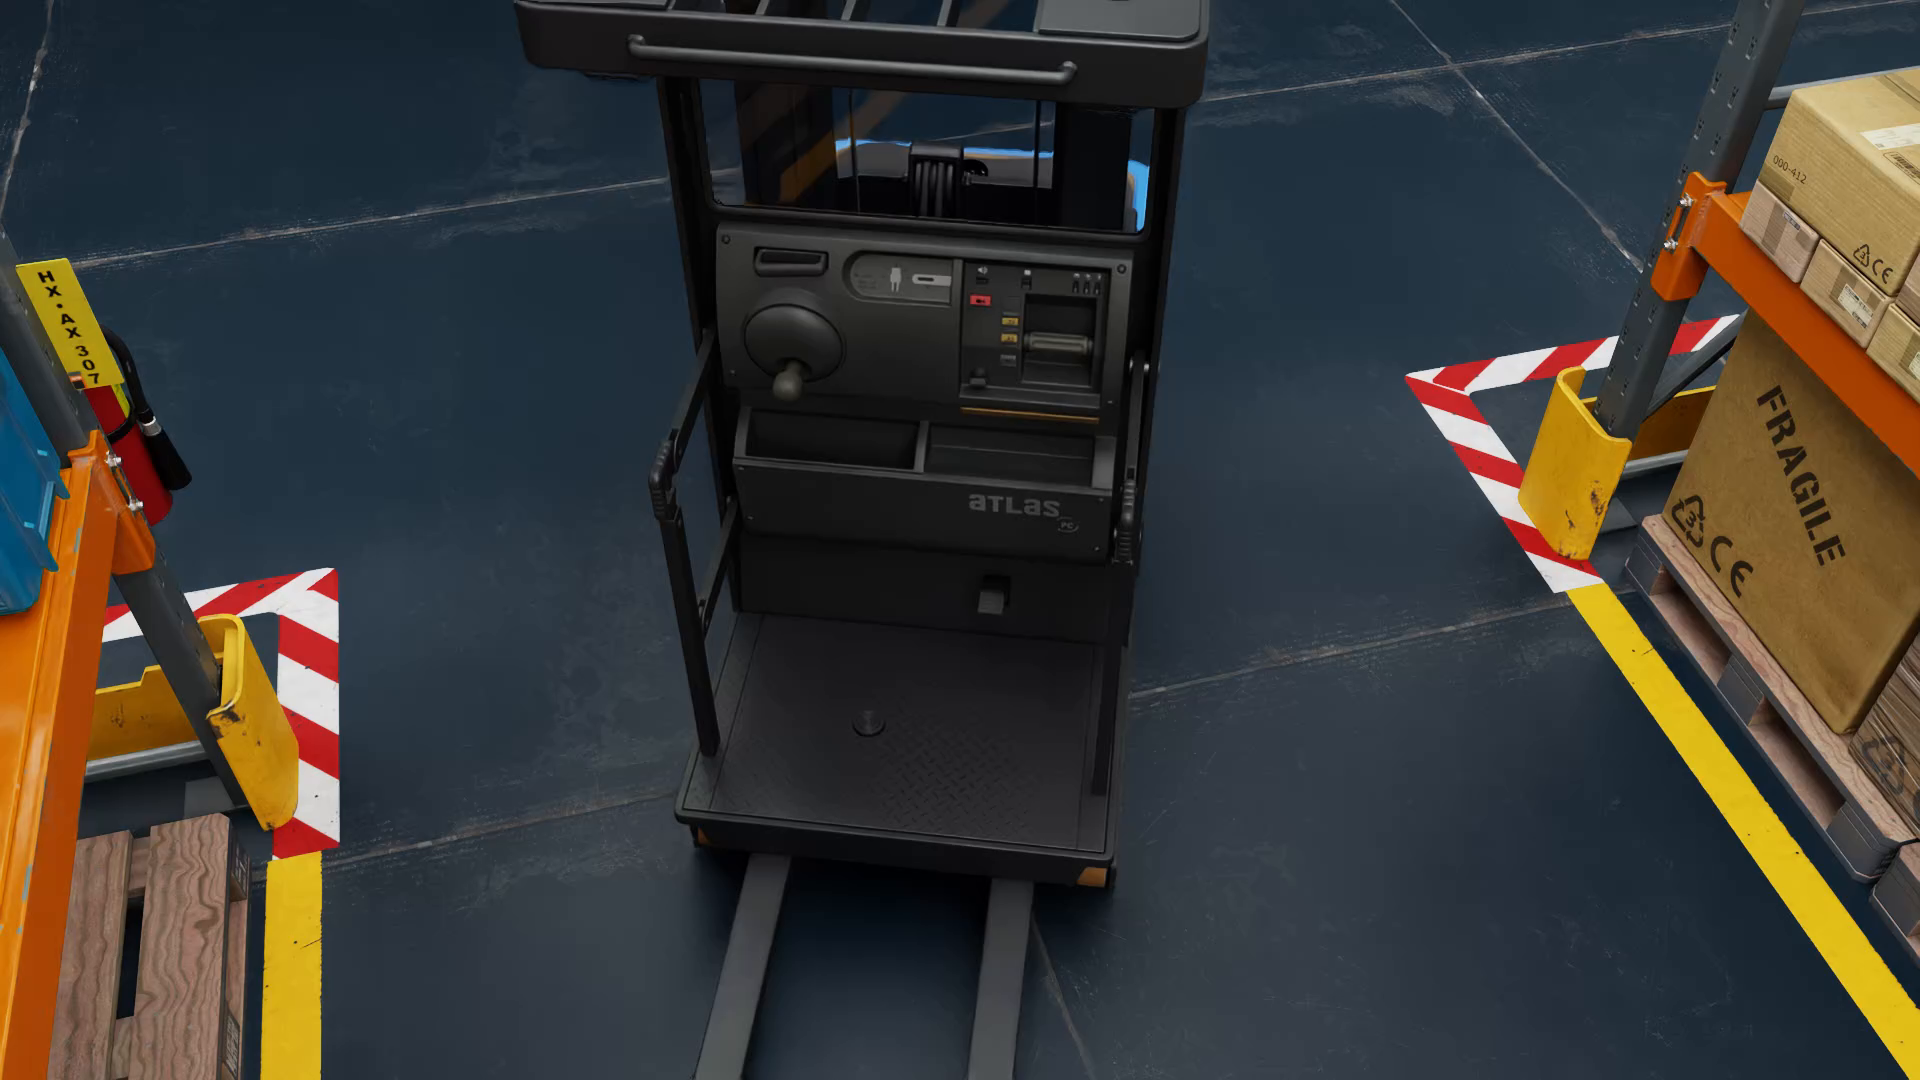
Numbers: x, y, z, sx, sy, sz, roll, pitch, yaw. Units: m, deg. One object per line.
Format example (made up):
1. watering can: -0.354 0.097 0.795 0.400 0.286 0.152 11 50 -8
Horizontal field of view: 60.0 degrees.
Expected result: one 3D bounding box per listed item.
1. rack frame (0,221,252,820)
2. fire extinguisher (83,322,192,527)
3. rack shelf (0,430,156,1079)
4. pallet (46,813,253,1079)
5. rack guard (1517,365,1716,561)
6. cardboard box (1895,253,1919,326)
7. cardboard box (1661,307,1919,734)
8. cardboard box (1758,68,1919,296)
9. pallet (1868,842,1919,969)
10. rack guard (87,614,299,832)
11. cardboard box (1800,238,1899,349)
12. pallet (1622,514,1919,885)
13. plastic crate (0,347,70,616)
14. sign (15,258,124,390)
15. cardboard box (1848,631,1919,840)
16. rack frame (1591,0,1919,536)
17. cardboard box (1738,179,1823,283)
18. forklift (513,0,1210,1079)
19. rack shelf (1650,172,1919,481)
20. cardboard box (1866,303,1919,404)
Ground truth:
1. rack frame: -2.383 -0.278 3.422 1.000 3.000 0.127 -11 47 -10
2. fire extinguisher: -1.983 -0.307 3.766 0.296 0.674 0.183 -11 47 -10
3. rack shelf: -1.871 1.355 2.326 1.077 0.370 4.000 -11 47 -10
4. pallet: -2.210 1.275 3.853 1.003 0.211 1.213 -11 47 -10
5. rack guard: 2.398 -0.325 5.218 1.175 0.500 0.348 -11 47 -10
6. cardboard box: 2.406 -0.496 3.533 0.500 0.250 0.500 -11 47 -11
7. cardboard box: 2.646 -0.159 4.500 0.875 0.875 0.875 -11 47 -10
8. cardboard box: 2.266 -0.854 3.884 0.500 0.250 0.500 -12 47 -11
9. pallet: 2.994 1.171 3.954 1.003 0.211 1.213 -11 47 -10
10. rack guard: -2.402 0.583 4.329 1.175 0.500 0.348 -11 47 -10
11. cardboard box: 2.244 -0.613 3.926 0.380 0.149 0.250 -11 47 -11
12. pallet: 2.685 0.330 4.778 1.003 0.211 1.213 -11 47 -10
13. plastic crate: -2.117 -0.114 3.195 0.616 0.435 0.499 -11 47 -10
14. sign: -1.856 -0.447 3.473 0.100 0.325 0.005 -11 47 -10
15. cardboard box: 2.879 0.469 3.884 0.875 0.875 0.875 -11 47 -10
16. rack frame: 2.405 -1.183 4.309 1.000 3.000 0.127 -11 47 -10
17. cardboard box: 2.176 -0.790 4.100 0.380 0.149 0.250 -10 46 -10
18. forklift: -0.111 -0.390 3.580 1.130 2.935 3.031 5 46 5
19. rack shelf: 2.917 0.449 3.213 1.077 0.370 4.000 -11 47 -10
20. cardboard box: 2.309 -0.436 3.753 0.380 0.149 0.250 -12 47 -11
